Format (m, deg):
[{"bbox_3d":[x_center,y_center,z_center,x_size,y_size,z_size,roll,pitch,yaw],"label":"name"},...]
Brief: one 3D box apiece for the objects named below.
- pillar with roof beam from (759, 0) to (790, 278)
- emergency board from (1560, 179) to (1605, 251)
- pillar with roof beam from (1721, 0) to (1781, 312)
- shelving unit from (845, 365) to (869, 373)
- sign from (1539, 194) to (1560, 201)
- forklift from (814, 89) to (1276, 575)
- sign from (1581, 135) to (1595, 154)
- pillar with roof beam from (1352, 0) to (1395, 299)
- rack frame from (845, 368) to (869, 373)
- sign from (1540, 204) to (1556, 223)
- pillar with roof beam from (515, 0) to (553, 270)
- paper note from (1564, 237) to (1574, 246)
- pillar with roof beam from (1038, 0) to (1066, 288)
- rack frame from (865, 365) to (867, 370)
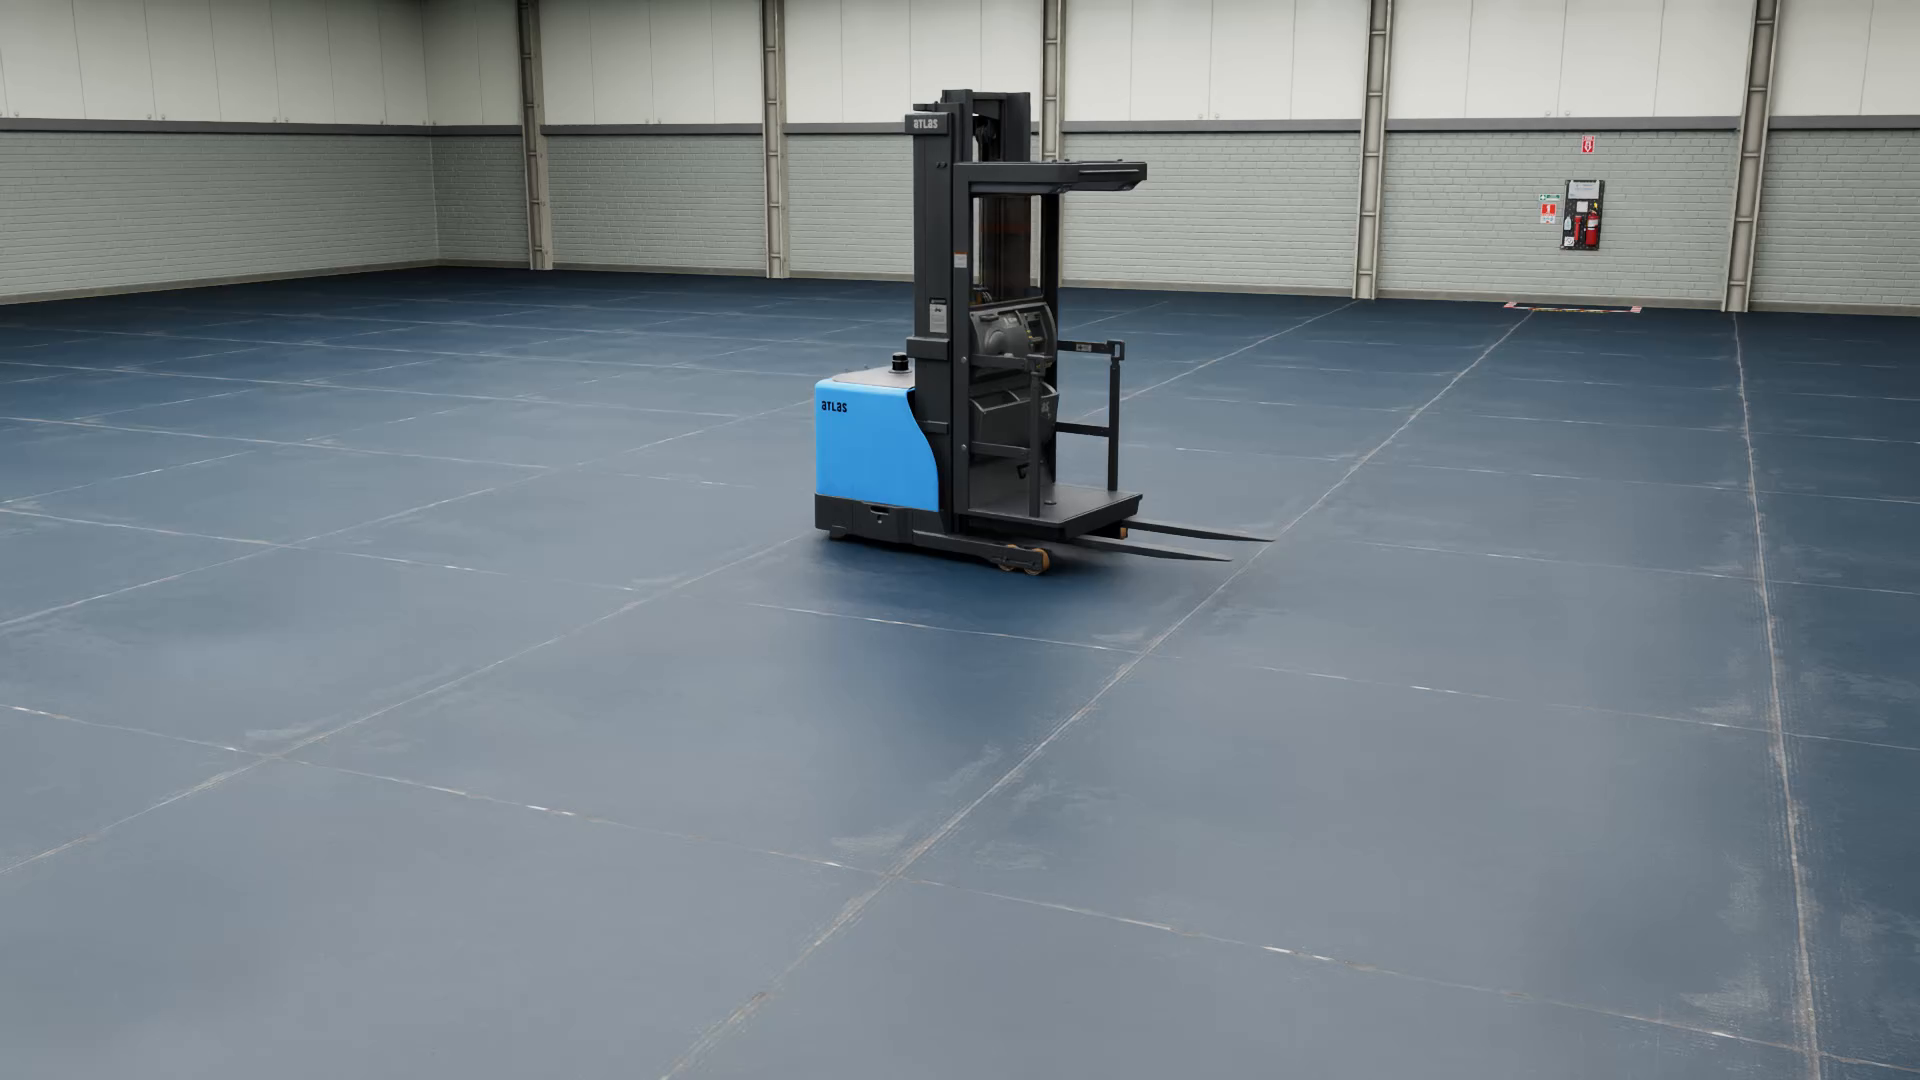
[{"bbox_3d":[-5.497,-8.908,29.521,0.400,9.000,9.100,6,14,23],"label":"pillar with roof beam"},{"bbox_3d":[10.460,-5.458,27.949,0.643,1.169,0.194,6,14,23],"label":"emergency board"},{"bbox_3d":[10.960,-7.243,22.423,0.400,9.000,9.100,6,14,23],"label":"pillar with roof beam"},{"bbox_3d":[-0.660,-0.725,12.023,0.215,1.050,0.252,6,14,31],"label":"shelving unit"},{"bbox_3d":[9.997,-5.804,28.184,0.331,0.109,0.001,6,14,23],"label":"sign"},{"bbox_3d":[0.519,-1.346,10.577,3.031,2.935,1.130,9,16,33],"label":"forklift"},{"bbox_3d":[10.493,-6.608,27.776,0.199,0.298,0.001,6,14,23],"label":"sign"},{"bbox_3d":[5.475,-7.798,24.789,0.400,9.000,9.100,6,14,23],"label":"pillar with roof beam"},{"bbox_3d":[-0.724,-0.703,11.922,0.200,1.050,0.008,6,14,31],"label":"rack frame"},{"bbox_3d":[9.996,-5.548,28.255,0.234,0.329,0.001,6,14,23],"label":"sign"},{"bbox_3d":[-10.983,-9.464,31.887,0.400,9.000,9.100,6,14,23],"label":"pillar with roof beam"},{"bbox_3d":[10.326,-5.060,28.181,0.142,0.148,0.016,6,14,23],"label":"paper note"},{"bbox_3d":[-0.011,-8.353,27.155,0.400,9.000,9.100,6,14,23],"label":"pillar with roof beam"},{"bbox_3d":[-0.596,-0.747,12.125,0.200,1.050,0.008,6,14,31],"label":"rack frame"}]
